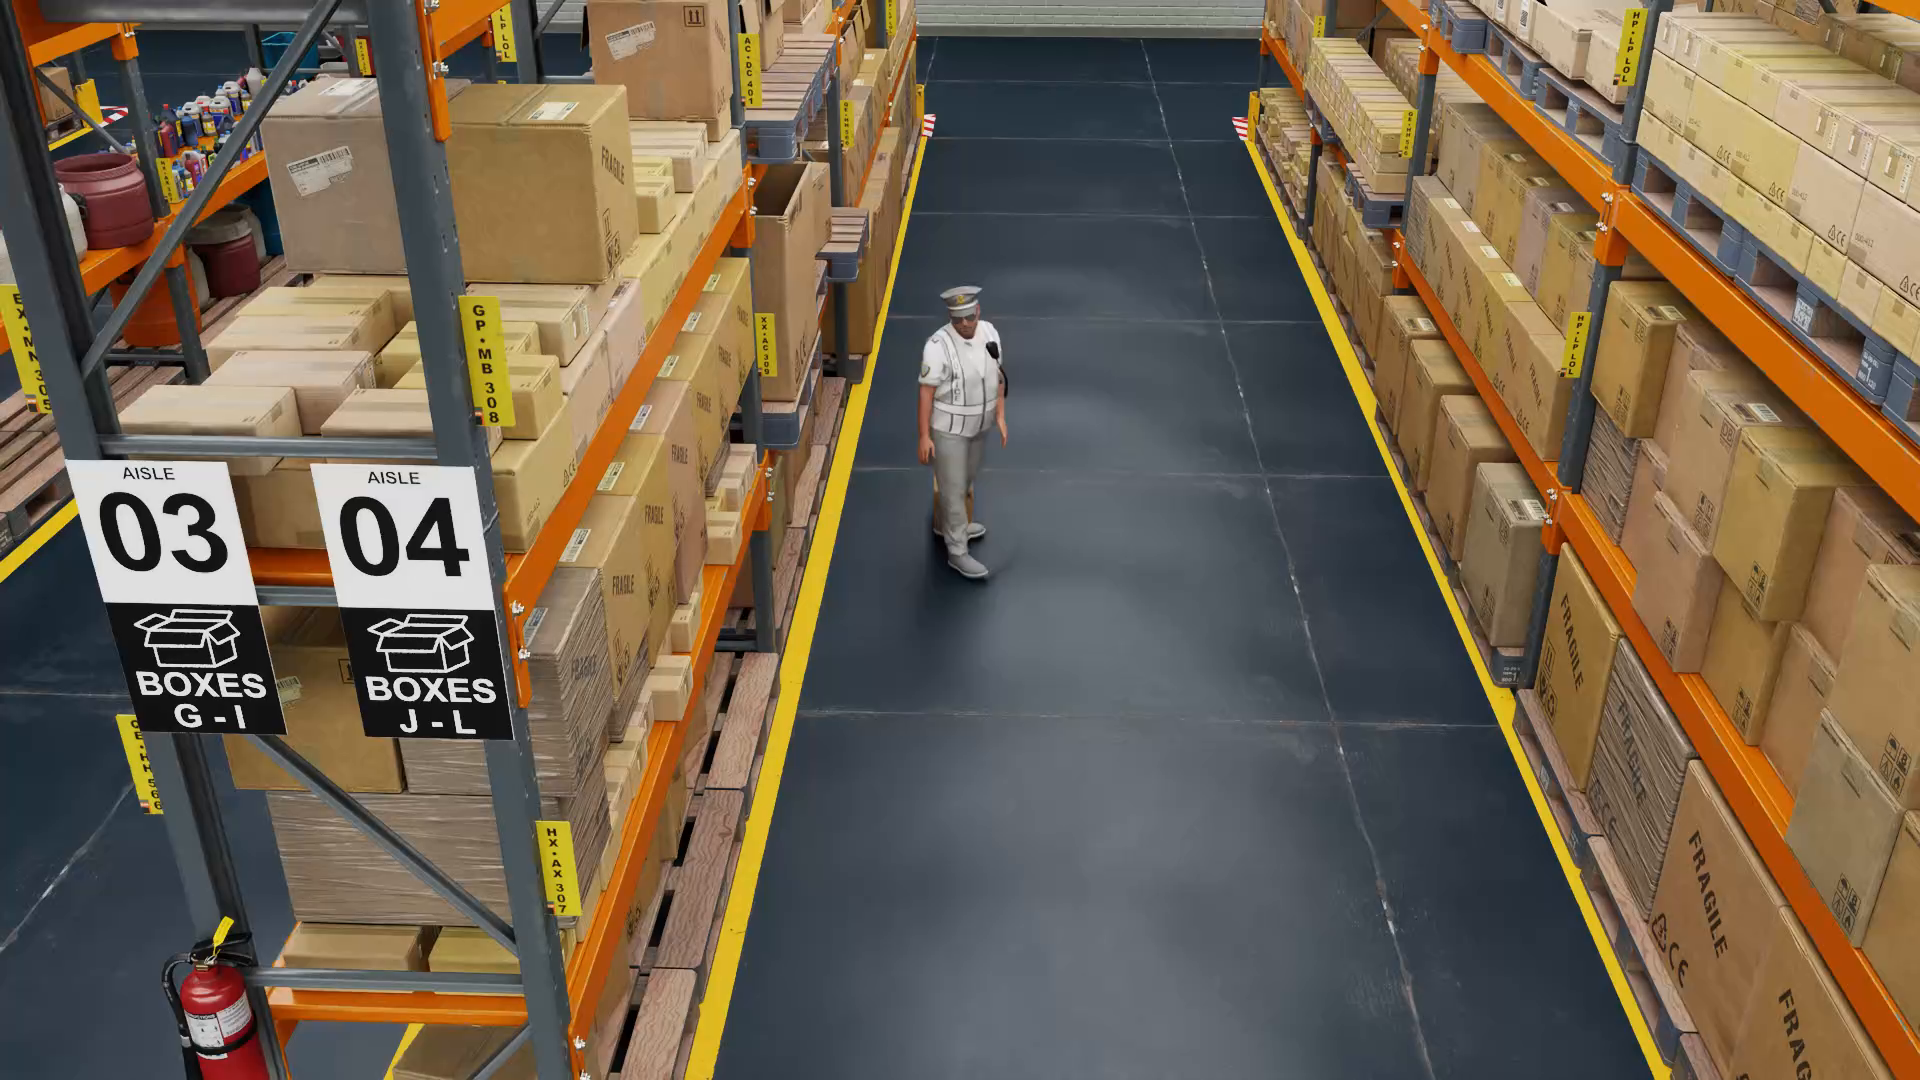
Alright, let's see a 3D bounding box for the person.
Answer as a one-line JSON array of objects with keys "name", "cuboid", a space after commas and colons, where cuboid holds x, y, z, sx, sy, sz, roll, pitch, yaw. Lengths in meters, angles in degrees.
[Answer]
[{"name": "person", "cuboid": [0.020, -0.677, 9.857, 0.668, 1.732, 0.610, 24, 36, 38]}]
